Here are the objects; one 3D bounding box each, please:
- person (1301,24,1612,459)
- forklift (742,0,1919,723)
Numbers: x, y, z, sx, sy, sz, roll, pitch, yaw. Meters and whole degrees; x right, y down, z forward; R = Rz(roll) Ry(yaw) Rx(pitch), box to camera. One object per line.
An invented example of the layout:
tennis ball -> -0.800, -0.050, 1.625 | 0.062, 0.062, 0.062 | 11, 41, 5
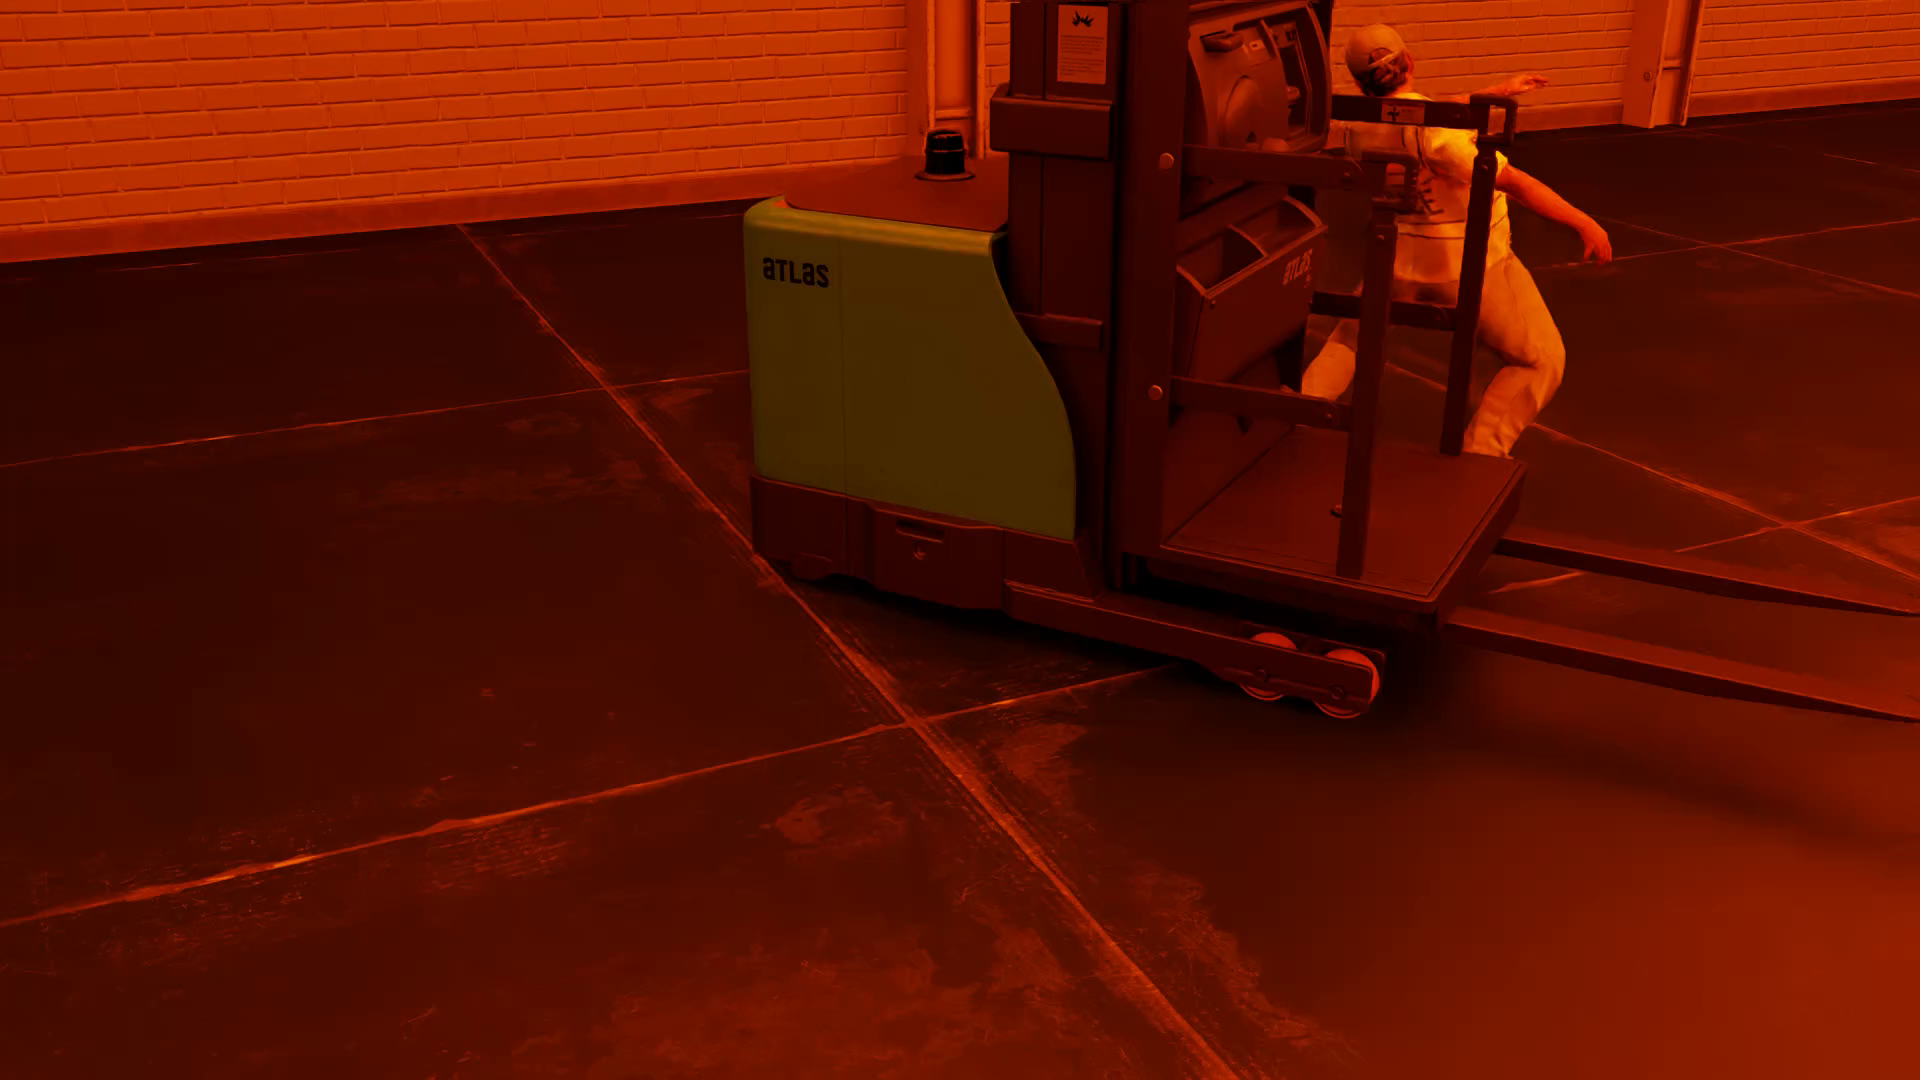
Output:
person -> 1.555, -0.852, 5.196 | 0.901, 1.451, 0.795 | 20, 30, 40
forklift -> 0.934, -1.150, 4.056 | 3.031, 2.935, 1.130 | 12, 25, 27
